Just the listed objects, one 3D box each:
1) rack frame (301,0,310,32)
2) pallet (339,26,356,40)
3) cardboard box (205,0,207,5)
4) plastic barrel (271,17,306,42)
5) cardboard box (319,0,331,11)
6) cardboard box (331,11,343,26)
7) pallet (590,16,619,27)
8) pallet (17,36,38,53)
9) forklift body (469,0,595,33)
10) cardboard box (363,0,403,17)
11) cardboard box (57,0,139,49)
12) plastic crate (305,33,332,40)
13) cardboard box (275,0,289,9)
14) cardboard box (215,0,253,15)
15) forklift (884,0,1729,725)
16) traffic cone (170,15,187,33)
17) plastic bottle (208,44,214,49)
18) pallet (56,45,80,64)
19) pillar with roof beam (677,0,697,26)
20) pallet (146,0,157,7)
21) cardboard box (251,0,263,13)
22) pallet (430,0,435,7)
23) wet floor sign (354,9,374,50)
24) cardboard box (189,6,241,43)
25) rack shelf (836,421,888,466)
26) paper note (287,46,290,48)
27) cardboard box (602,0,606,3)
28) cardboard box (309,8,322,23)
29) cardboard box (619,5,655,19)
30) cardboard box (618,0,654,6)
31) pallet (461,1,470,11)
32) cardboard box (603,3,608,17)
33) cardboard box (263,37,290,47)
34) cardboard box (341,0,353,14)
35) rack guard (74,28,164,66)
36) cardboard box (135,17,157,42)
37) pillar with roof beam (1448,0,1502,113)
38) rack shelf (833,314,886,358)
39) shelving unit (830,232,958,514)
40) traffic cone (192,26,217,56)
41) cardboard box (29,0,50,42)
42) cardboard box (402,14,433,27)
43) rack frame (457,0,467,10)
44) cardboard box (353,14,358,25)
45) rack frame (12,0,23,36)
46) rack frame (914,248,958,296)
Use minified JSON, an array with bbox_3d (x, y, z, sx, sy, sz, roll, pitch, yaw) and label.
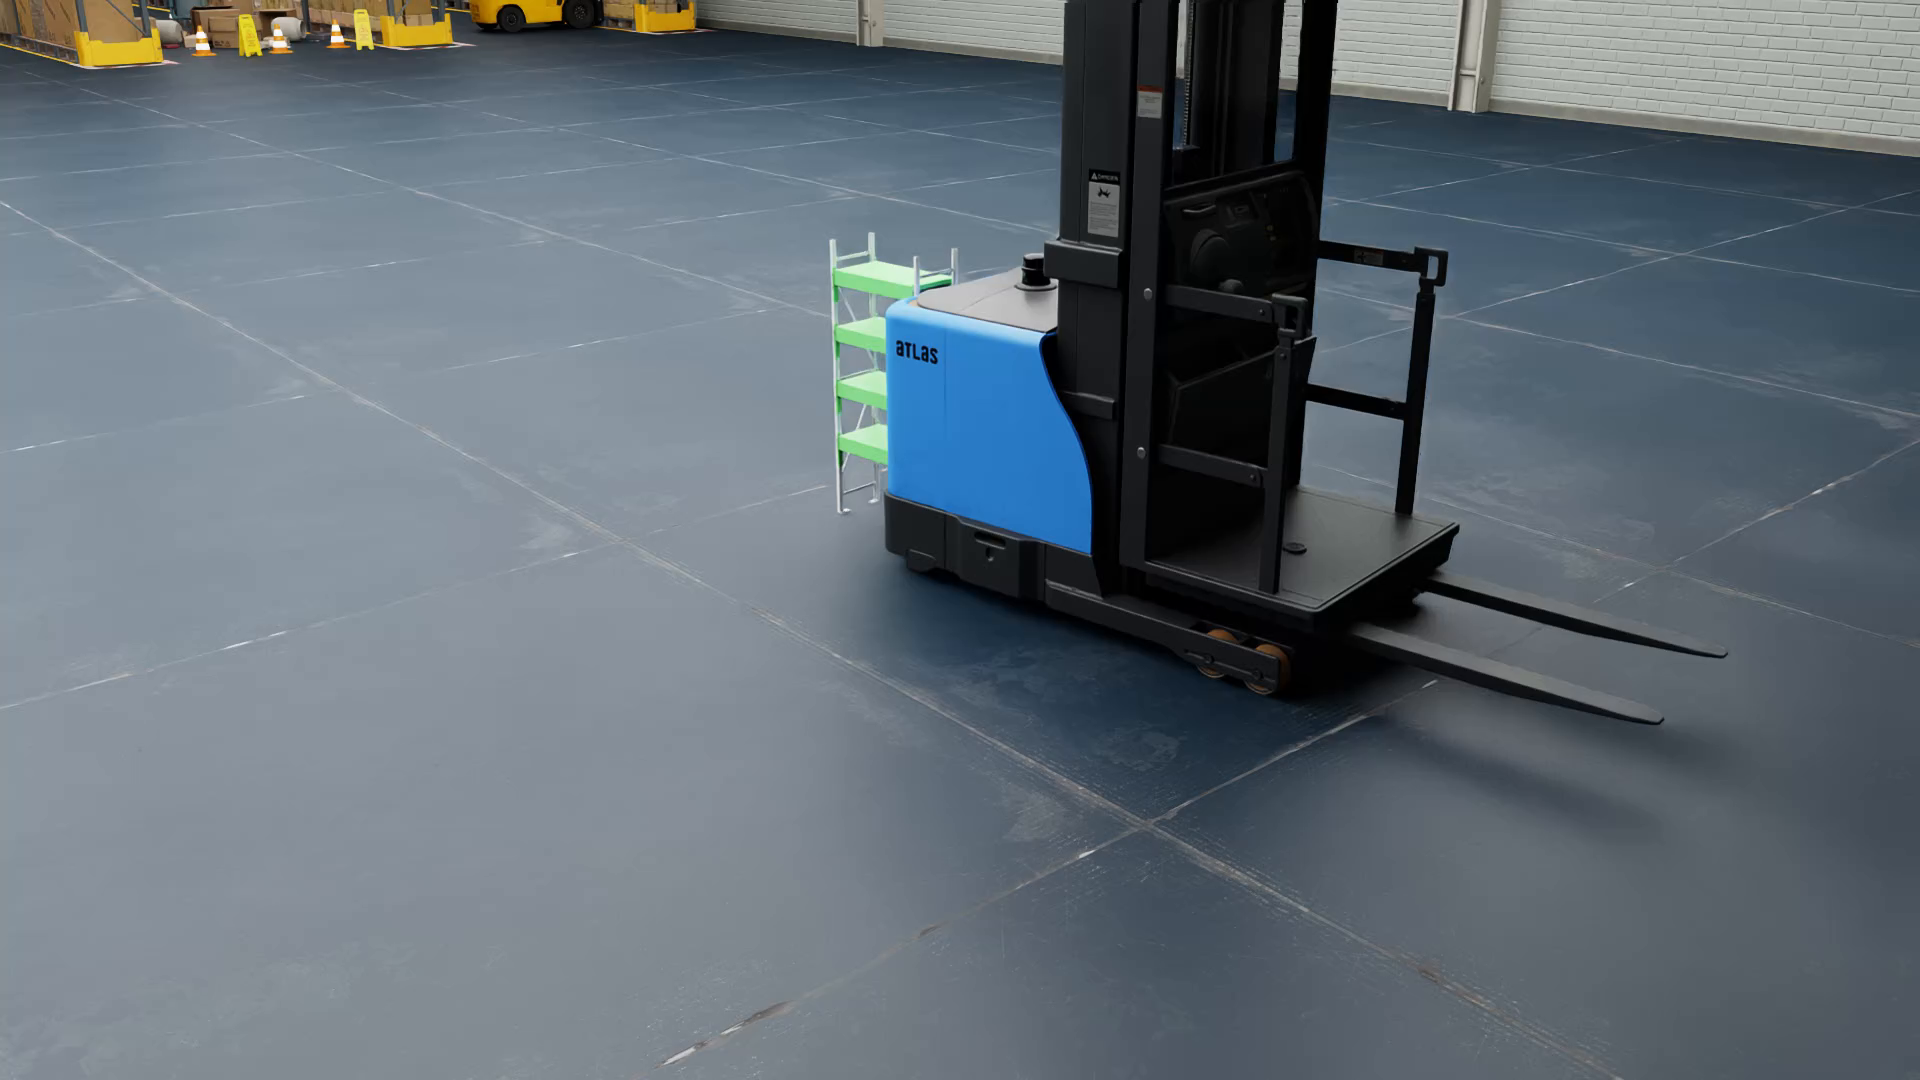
[{"bbox_3d":[-12.073,-11.188,31.435,1.000,3.000,0.127,-17,27,-37],"label":"rack frame"},{"bbox_3d":[-10.807,-9.375,30.631,1.003,0.211,1.213,-17,27,-37],"label":"pallet"},{"bbox_3d":[-16.234,-12.204,36.368,0.875,0.875,0.875,-16,27,-36],"label":"cardboard box"},{"bbox_3d":[-11.957,-9.093,29.620,0.512,0.421,0.421,0,21,-1],"label":"plastic barrel"},{"bbox_3d":[-11.534,-10.080,30.773,0.500,0.500,0.500,-16,27,-35],"label":"cardboard box"},{"bbox_3d":[-11.187,-9.585,30.537,0.500,0.250,0.500,-18,28,-38],"label":"cardboard box"},{"bbox_3d":[-7.027,-10.505,33.516,1.003,0.211,1.213,-17,27,-37],"label":"pallet"},{"bbox_3d":[-15.320,-8.454,28.280,1.003,0.211,1.213,-17,27,-37],"label":"pallet"},{"bbox_3d":[-8.324,-10.960,32.017,2.313,2.155,1.214,-17,27,-37],"label":"forklift body"},{"bbox_3d":[-10.182,-9.506,29.308,0.500,0.500,0.500,-17,27,-37],"label":"cardboard box"},{"bbox_3d":[-13.638,-8.254,26.283,0.875,0.875,0.875,-17,27,-37],"label":"cardboard box"},{"bbox_3d":[-11.669,-9.199,30.362,0.583,0.080,0.402,12,24,27],"label":"plastic crate"},{"bbox_3d":[-12.889,-10.502,32.711,0.950,0.372,0.625,-15,26,-34],"label":"cardboard box"},{"bbox_3d":[-13.402,-9.944,30.650,0.500,0.500,0.500,-17,27,-37],"label":"cardboard box"},{"bbox_3d":[1.148,-1.057,5.664,3.031,2.935,1.130,17,27,37],"label":"forklift"},{"bbox_3d":[-14.890,-9.858,31.518,0.336,0.463,0.334,-17,27,-37],"label":"traffic cone"},{"bbox_3d":[-12.933,-8.458,28.495,0.283,0.061,0.133,12,24,27],"label":"plastic bottle"},{"bbox_3d":[-13.727,-7.780,26.559,1.003,0.211,1.213,-17,27,-37],"label":"pallet"},{"bbox_3d":[-8.737,-13.441,28.961,9.100,9.000,0.400,-17,27,-37],"label":"pillar with roof beam"},{"bbox_3d":[-18.532,-12.666,39.032,1.003,0.211,1.213,-17,27,-37],"label":"pallet"},{"bbox_3d":[-13.835,-10.904,33.739,0.950,0.372,0.625,-18,28,-38],"label":"cardboard box"},{"bbox_3d":[-12.177,-12.729,39.195,1.003,0.211,1.213,-17,27,-37],"label":"pallet"},{"bbox_3d":[-10.148,-8.679,28.259,0.267,0.644,0.232,-8,23,-19],"label":"wet floor sign"},{"bbox_3d":[-13.143,-9.122,29.399,0.797,0.637,0.503,-17,27,-37],"label":"cardboard box"},{"bbox_3d":[-0.271,-0.362,7.098,0.480,0.148,0.258,19,28,40],"label":"rack shelf"},{"bbox_3d":[-11.587,-8.488,28.612,0.142,0.019,0.148,12,24,27],"label":"paper note"},{"bbox_3d":[-6.930,-10.752,32.832,0.500,0.250,0.500,-18,28,-39],"label":"cardboard box"},{"bbox_3d":[-11.892,-9.876,31.280,0.500,0.250,0.500,-19,28,-40],"label":"cardboard box"},{"bbox_3d":[-6.250,-10.235,32.197,0.500,0.250,0.500,-17,27,-37],"label":"cardboard box"},{"bbox_3d":[-6.258,-10.473,32.120,0.500,0.250,0.500,-18,28,-38],"label":"cardboard box"},{"bbox_3d":[-10.418,-11.940,37.180,1.003,0.211,1.213,-17,27,-37],"label":"pallet"},{"bbox_3d":[-6.887,-10.515,32.912,0.500,0.250,0.500,-17,27,-37],"label":"cardboard box"},{"bbox_3d":[-11.847,-8.636,28.830,0.380,0.149,0.250,-4,22,-10],"label":"cardboard box"},{"bbox_3d":[-10.850,-9.791,30.035,0.500,0.500,0.500,-18,28,-39],"label":"cardboard box"},{"bbox_3d":[-13.130,-7.706,25.973,1.175,0.500,0.348,-17,27,-37],"label":"rack guard"},{"bbox_3d":[-13.966,-8.634,28.339,0.500,0.500,0.500,-12,25,-28],"label":"cardboard box"},{"bbox_3d":[3.013,-8.468,16.264,9.100,9.000,0.400,-17,27,-37],"label":"pillar with roof beam"},{"bbox_3d":[-0.271,-0.809,6.922,0.480,0.148,0.258,19,28,40],"label":"rack shelf"},{"bbox_3d":[-0.271,-0.645,6.987,0.503,1.200,0.258,19,28,40],"label":"shelving unit"},{"bbox_3d":[-12.417,-8.180,27.234,0.336,0.463,0.334,-17,27,-37],"label":"traffic cone"},{"bbox_3d":[-14.808,-8.749,27.547,0.875,0.875,0.875,-17,27,-37],"label":"cardboard box"},{"bbox_3d":[-9.779,-9.287,29.776,0.500,0.250,0.500,-18,28,-38],"label":"cardboard box"},{"bbox_3d":[-10.926,-13.476,37.276,1.000,3.000,0.127,-17,27,-37],"label":"rack frame"},{"bbox_3d":[-10.525,-9.302,29.815,0.500,0.250,0.500,-17,27,-37],"label":"cardboard box"},{"bbox_3d":[-15.757,-9.981,28.355,1.000,3.000,0.127,-17,27,-37],"label":"rack frame"},{"bbox_3d":[-0.095,-0.584,6.830,0.015,1.200,0.240,19,28,40],"label":"rack frame"}]
